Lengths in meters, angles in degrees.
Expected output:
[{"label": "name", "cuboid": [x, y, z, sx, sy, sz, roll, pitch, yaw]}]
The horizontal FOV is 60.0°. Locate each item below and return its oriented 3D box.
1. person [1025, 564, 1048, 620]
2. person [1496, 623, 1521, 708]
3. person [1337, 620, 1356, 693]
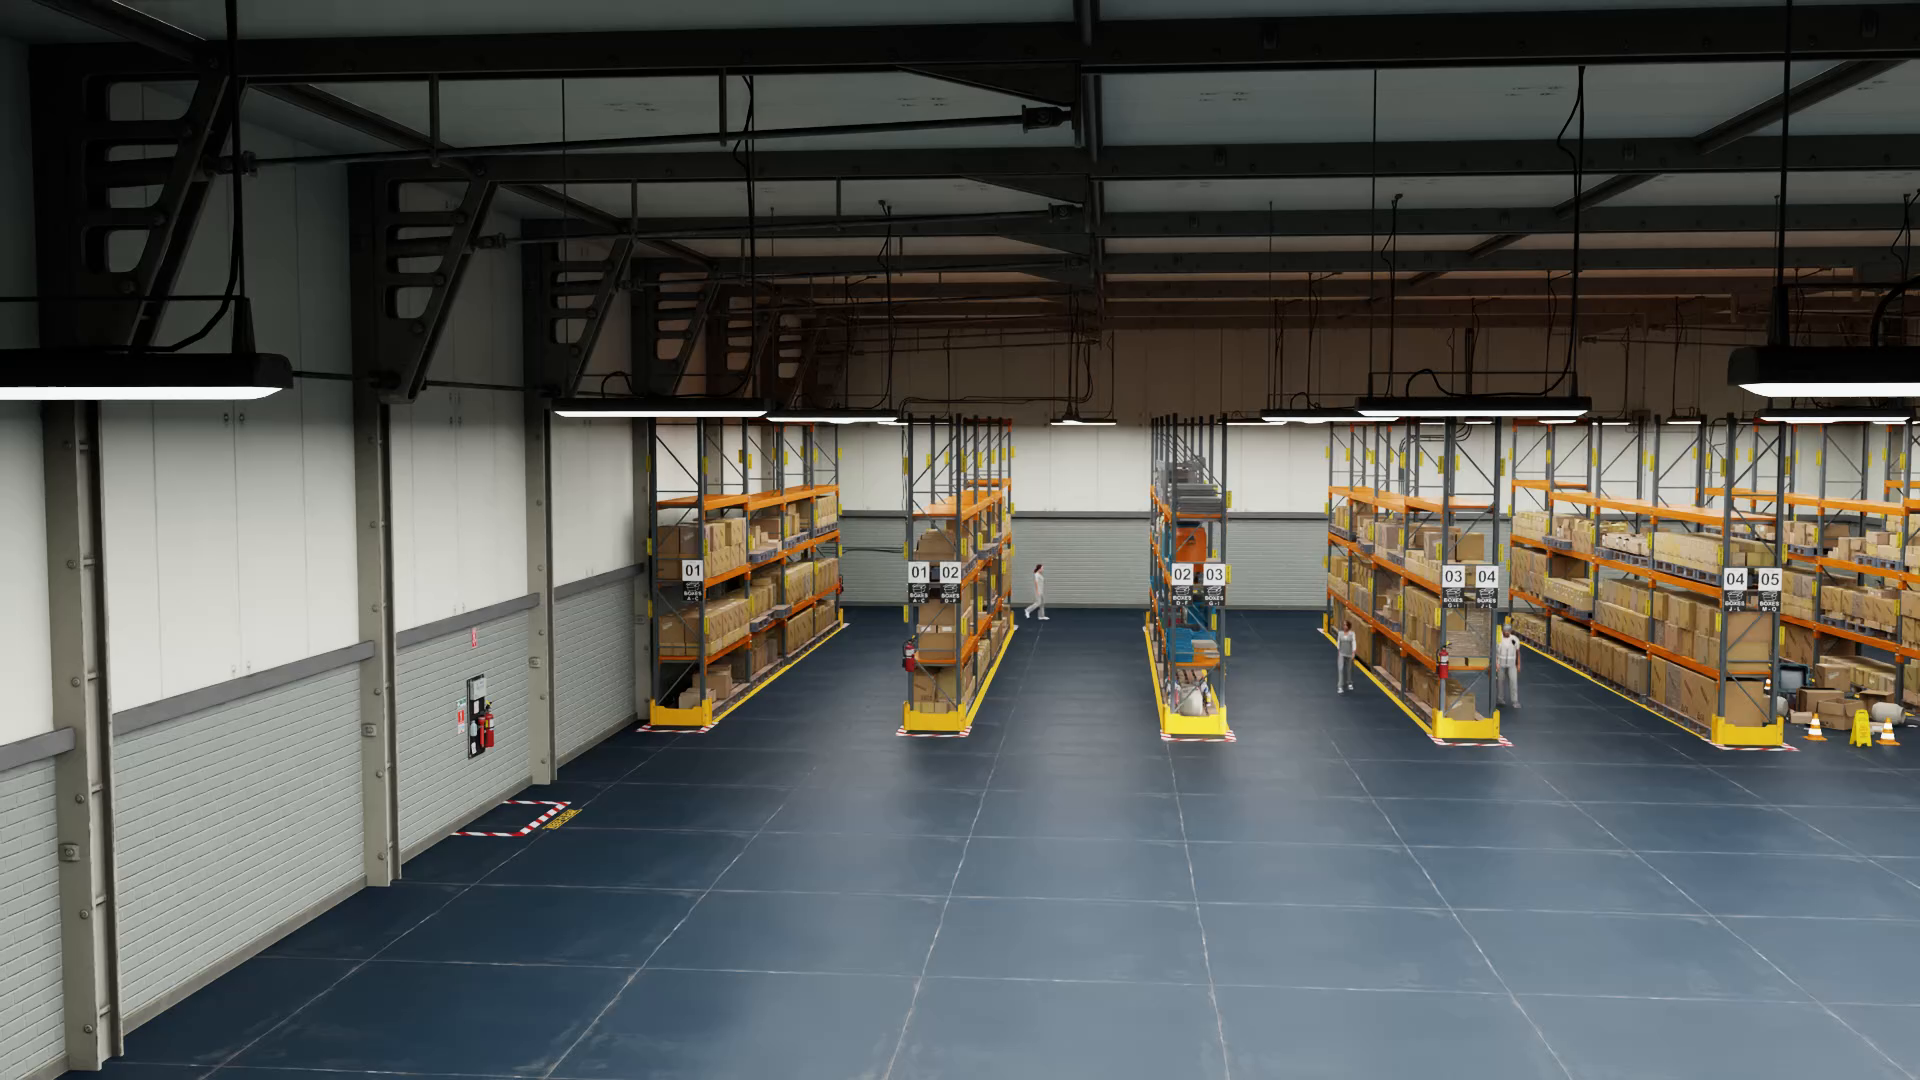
[{"label": "person", "cuboid": [2.289, 1.549, 49.575, 0.672, 1.664, 0.487, 1, 4, 16]}, {"label": "person", "cuboid": [11.198, 2.545, 34.044, 0.578, 1.718, 0.961, 1, 4, 14]}, {"label": "person", "cuboid": [8.352, 2.506, 35.955, 0.429, 1.547, 0.906, 1, 4, 21]}]
